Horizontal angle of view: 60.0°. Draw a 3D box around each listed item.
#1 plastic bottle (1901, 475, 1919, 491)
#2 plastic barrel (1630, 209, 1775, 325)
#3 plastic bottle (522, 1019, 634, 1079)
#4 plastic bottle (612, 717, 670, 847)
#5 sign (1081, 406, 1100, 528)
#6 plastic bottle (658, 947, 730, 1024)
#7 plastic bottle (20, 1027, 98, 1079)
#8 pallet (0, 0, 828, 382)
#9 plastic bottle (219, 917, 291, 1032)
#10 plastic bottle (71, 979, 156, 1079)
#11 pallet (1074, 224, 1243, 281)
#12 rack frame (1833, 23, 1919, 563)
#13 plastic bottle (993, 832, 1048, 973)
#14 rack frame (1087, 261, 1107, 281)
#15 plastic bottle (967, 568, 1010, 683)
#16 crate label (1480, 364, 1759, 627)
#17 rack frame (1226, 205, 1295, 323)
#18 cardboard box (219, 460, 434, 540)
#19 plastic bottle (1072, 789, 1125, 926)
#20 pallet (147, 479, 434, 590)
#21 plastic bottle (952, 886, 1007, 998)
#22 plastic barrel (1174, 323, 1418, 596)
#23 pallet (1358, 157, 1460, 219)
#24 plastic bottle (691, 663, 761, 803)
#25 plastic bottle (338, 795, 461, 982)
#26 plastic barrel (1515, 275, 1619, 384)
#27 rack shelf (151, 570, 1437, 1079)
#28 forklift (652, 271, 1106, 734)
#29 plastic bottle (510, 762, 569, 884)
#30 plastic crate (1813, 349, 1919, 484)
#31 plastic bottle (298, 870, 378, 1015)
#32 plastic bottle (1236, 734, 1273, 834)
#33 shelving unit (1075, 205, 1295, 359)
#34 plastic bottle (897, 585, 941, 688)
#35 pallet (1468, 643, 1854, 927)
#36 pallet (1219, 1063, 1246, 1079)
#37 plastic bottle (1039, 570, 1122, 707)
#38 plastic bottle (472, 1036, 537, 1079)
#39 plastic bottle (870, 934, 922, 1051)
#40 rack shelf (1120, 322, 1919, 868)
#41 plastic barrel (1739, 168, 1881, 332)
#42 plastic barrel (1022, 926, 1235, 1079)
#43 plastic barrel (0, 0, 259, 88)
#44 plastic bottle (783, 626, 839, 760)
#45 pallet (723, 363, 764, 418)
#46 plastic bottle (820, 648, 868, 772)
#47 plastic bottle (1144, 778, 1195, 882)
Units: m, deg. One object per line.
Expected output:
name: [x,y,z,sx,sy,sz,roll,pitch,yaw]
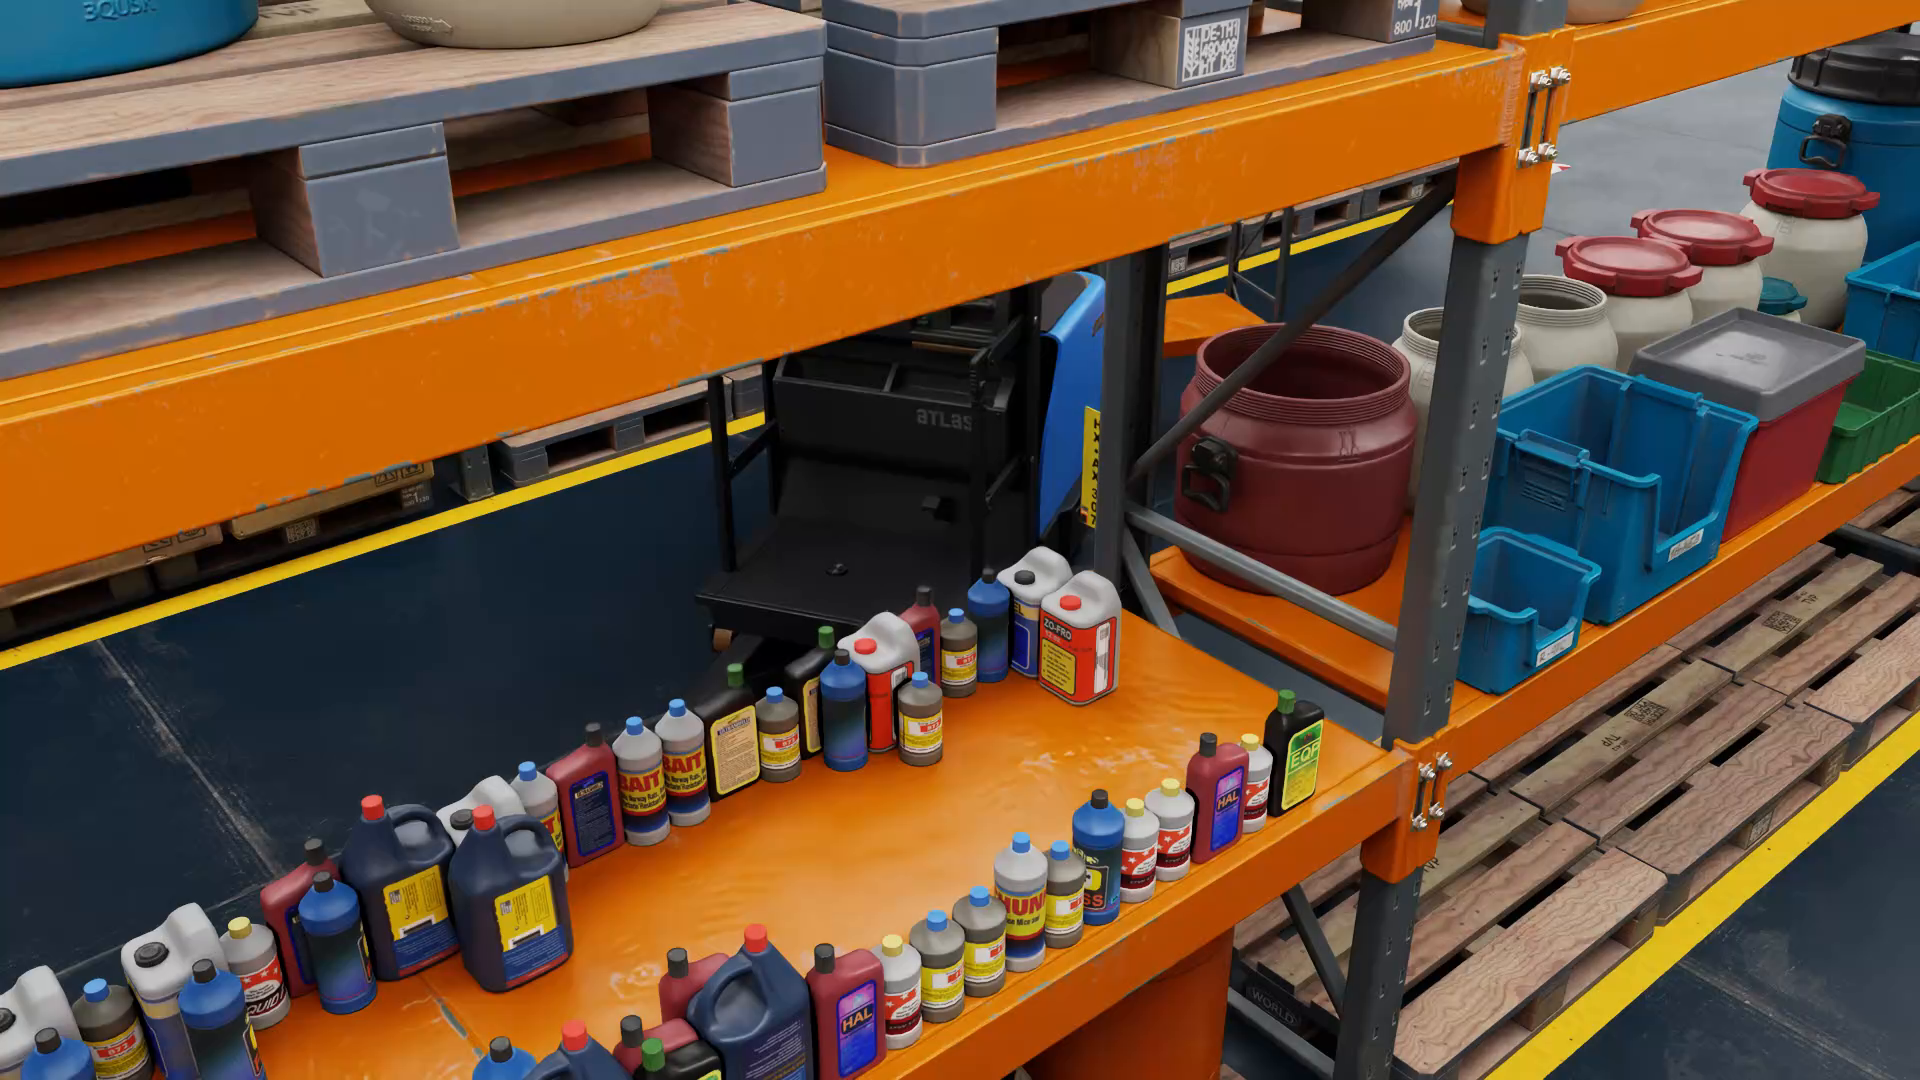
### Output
plastic bottle: [4.150,-0.406,7.171,0.185,0.351,0.144,-22,35,-35]
plastic barrel: [2.325,-0.753,5.332,0.433,0.535,0.433,0,28,0]
plastic bottle: [-0.580,0.871,2.489,0.185,0.351,0.144,-22,35,-35]
plastic bottle: [-0.638,0.474,3.317,0.097,0.271,0.097,0,28,0]
sign: [0.348,-0.175,4.221,0.005,0.325,0.100,-22,35,-35]
plastic bottle: [-0.424,0.775,2.741,0.133,0.283,0.061,-22,35,-35]
plastic bottle: [-1.383,0.868,2.580,0.097,0.271,0.097,0,28,0]
pallet: [-0.939,-0.547,2.108,1.213,0.211,1.003,-22,35,-35]
plastic bottle: [-1.232,0.744,2.887,0.097,0.201,0.097,0,28,0]
plastic bottle: [-1.408,0.815,2.754,0.097,0.201,0.097,0,28,0]
pallet: [1.027,-1.896,10.573,1.213,0.211,1.003,-22,35,-35]
rack frame: [3.753,-1.131,6.185,0.127,3.000,1.000,-22,35,-35]
plastic bottle: [0.108,0.644,2.999,0.097,0.271,0.097,0,28,0]
rack frame: [0.539,-2.907,9.508,0.127,3.000,1.000,-22,35,-35]
plastic bottle: [0.066,0.191,3.846,0.097,0.271,0.097,0,28,0]
crate label: [1.642,-0.130,4.274,0.616,0.435,0.502,-22,35,-35]
rack frame: [1.404,-1.192,7.889,0.032,1.500,0.500,-10,30,-18]
cardboard box: [-3.043,-0.728,7.239,0.875,0.875,1.225,-24,36,-37]
plastic bottle: [0.256,0.585,3.110,0.097,0.271,0.097,0,28,0]
pallet: [-3.153,-0.240,7.475,1.213,0.211,1.003,-22,35,-35]
plastic bottle: [0.034,0.705,2.959,0.097,0.201,0.097,0,28,0]
plastic barrel: [0.867,-0.218,4.332,0.708,0.536,0.600,-22,35,-35]
pallet: [2.883,-2.642,11.970,1.213,0.211,1.003,-22,35,-35]
plastic bottle: [-0.488,0.397,3.448,0.133,0.283,0.061,-22,35,-35]
plastic bottle: [-1.008,0.602,2.993,0.185,0.351,0.144,-22,35,-35]
plastic barrel: [1.675,-0.477,4.842,0.421,0.512,0.421,0,28,0]
rack shelf: [-0.811,1.021,2.920,4.000,0.370,1.077,-22,35,-35]
forklift: [-0.317,-0.905,5.833,1.130,2.935,3.031,9,30,17]
plastic bottle: [-0.813,0.544,3.185,0.097,0.271,0.097,0,28,0]
plastic crate: [2.612,-0.404,5.048,0.662,0.188,0.450,-22,35,-35]
plastic bottle: [-1.091,0.694,2.906,0.097,0.271,0.097,0,28,0]
plastic bottle: [0.580,0.485,3.370,0.097,0.201,0.097,0,28,0]
shelving unit: [0.917,-1.109,7.734,1.083,1.500,0.587,-10,30,-18]
plastic bottle: [-0.108,0.244,3.734,0.133,0.283,0.061,-22,35,-35]
pallet: [2.253,0.728,5.664,1.213,0.211,1.003,-22,35,-35]
pallet: [0.138,1.578,4.073,1.213,0.211,1.003,-22,35,-35]
plastic bottle: [0.270,0.218,3.791,0.135,0.276,0.152,-22,35,-35]
plastic bottle: [-0.692,0.877,2.564,0.097,0.271,0.097,0,28,0]
plastic bottle: [-0.114,0.764,2.848,0.097,0.201,0.097,0,28,0]
rack shelf: [2.232,-0.202,5.209,4.000,0.370,1.077,-22,35,-35]
plastic barrel: [2.883,-0.977,5.752,0.433,0.535,0.433,0,28,0]
plastic barrel: [0.349,1.020,4.016,0.708,0.830,0.600,-22,35,-35]
plastic barrel: [-1.133,-0.990,1.761,0.708,0.901,0.600,-22,35,-35]
plastic bottle: [-0.312,0.326,3.581,0.133,0.283,0.061,-22,35,-35]
pallet: [-0.981,-1.064,9.016,1.213,0.211,1.003,-22,35,-35]
plastic bottle: [-0.247,0.355,3.541,0.097,0.271,0.097,0,28,0]
plastic bottle: [0.404,0.556,3.238,0.097,0.201,0.097,0,28,0]
